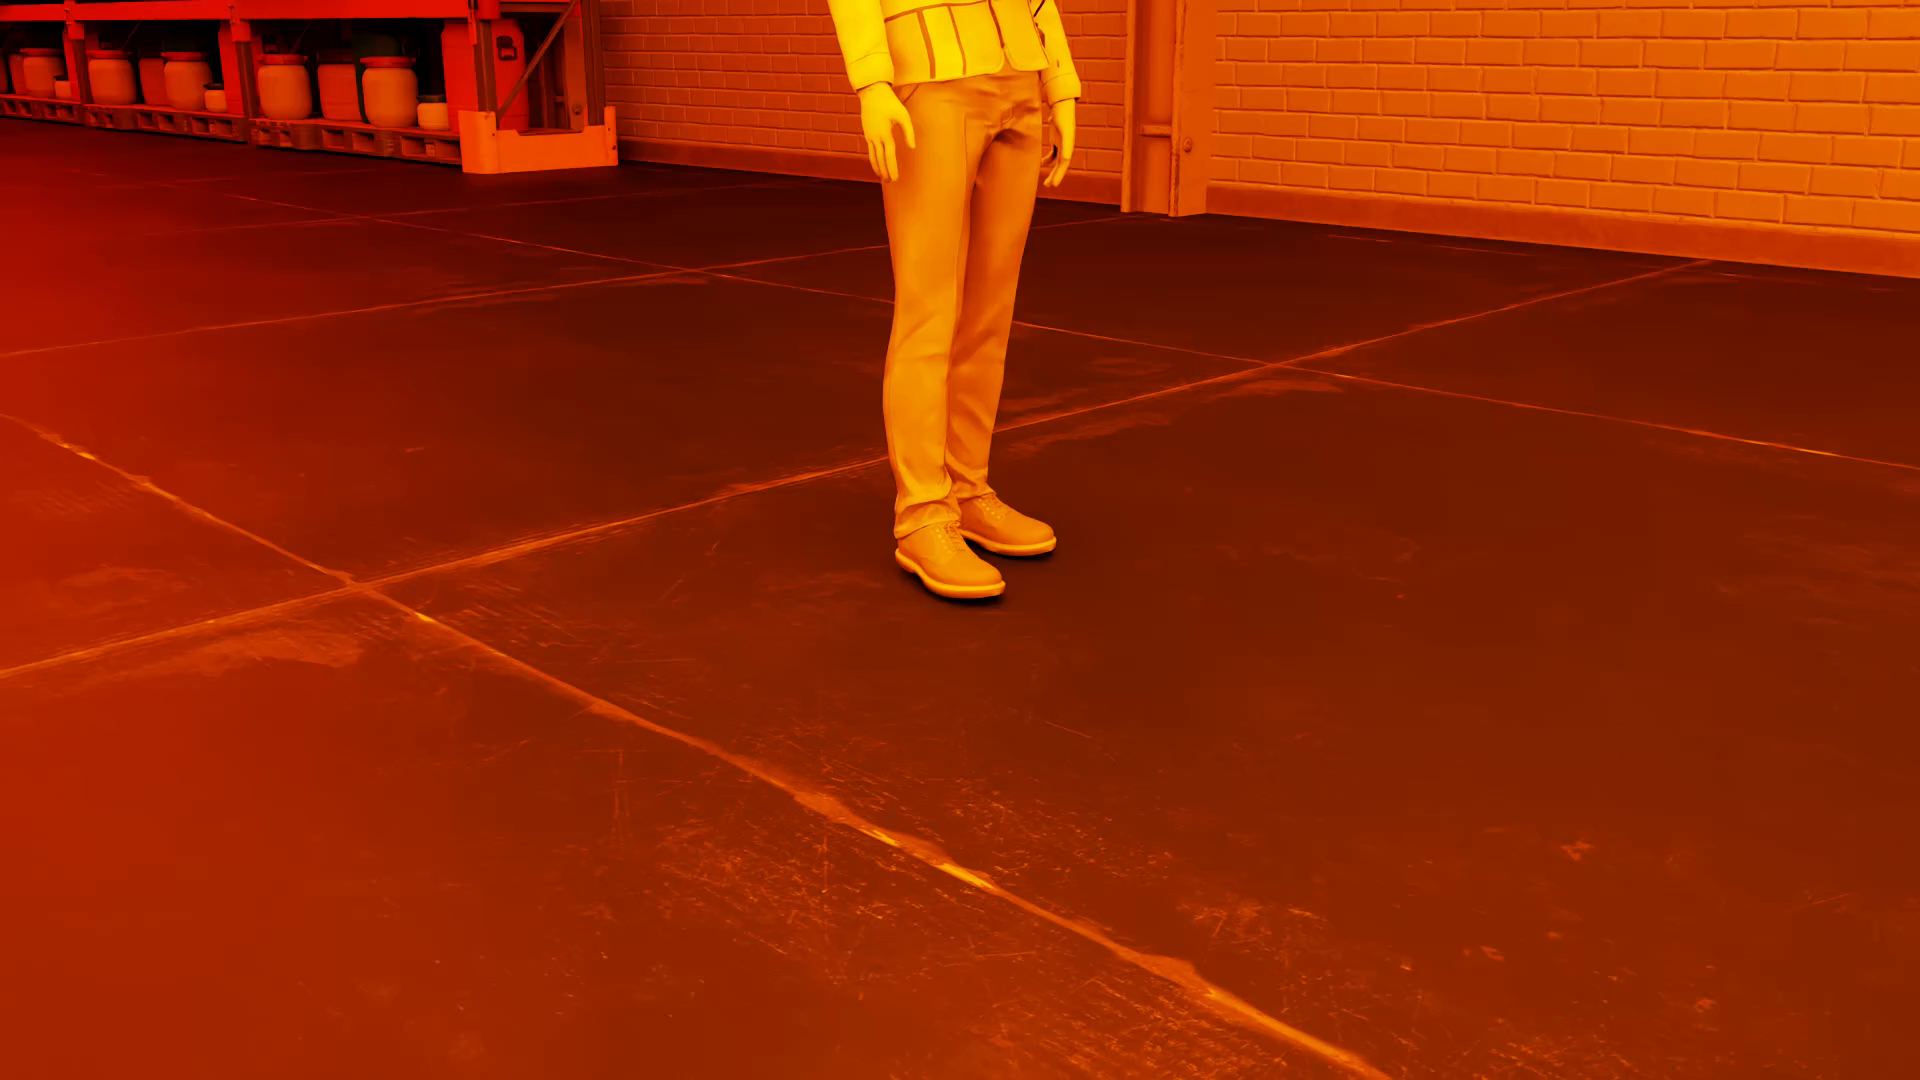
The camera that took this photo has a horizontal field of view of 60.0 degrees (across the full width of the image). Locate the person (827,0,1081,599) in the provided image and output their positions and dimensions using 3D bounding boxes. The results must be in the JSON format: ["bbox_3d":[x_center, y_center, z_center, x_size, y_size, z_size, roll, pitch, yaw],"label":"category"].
[{"bbox_3d":[0.044,-0.801,3.093,0.531,1.695,0.587,16,23,42],"label":"person"}]
